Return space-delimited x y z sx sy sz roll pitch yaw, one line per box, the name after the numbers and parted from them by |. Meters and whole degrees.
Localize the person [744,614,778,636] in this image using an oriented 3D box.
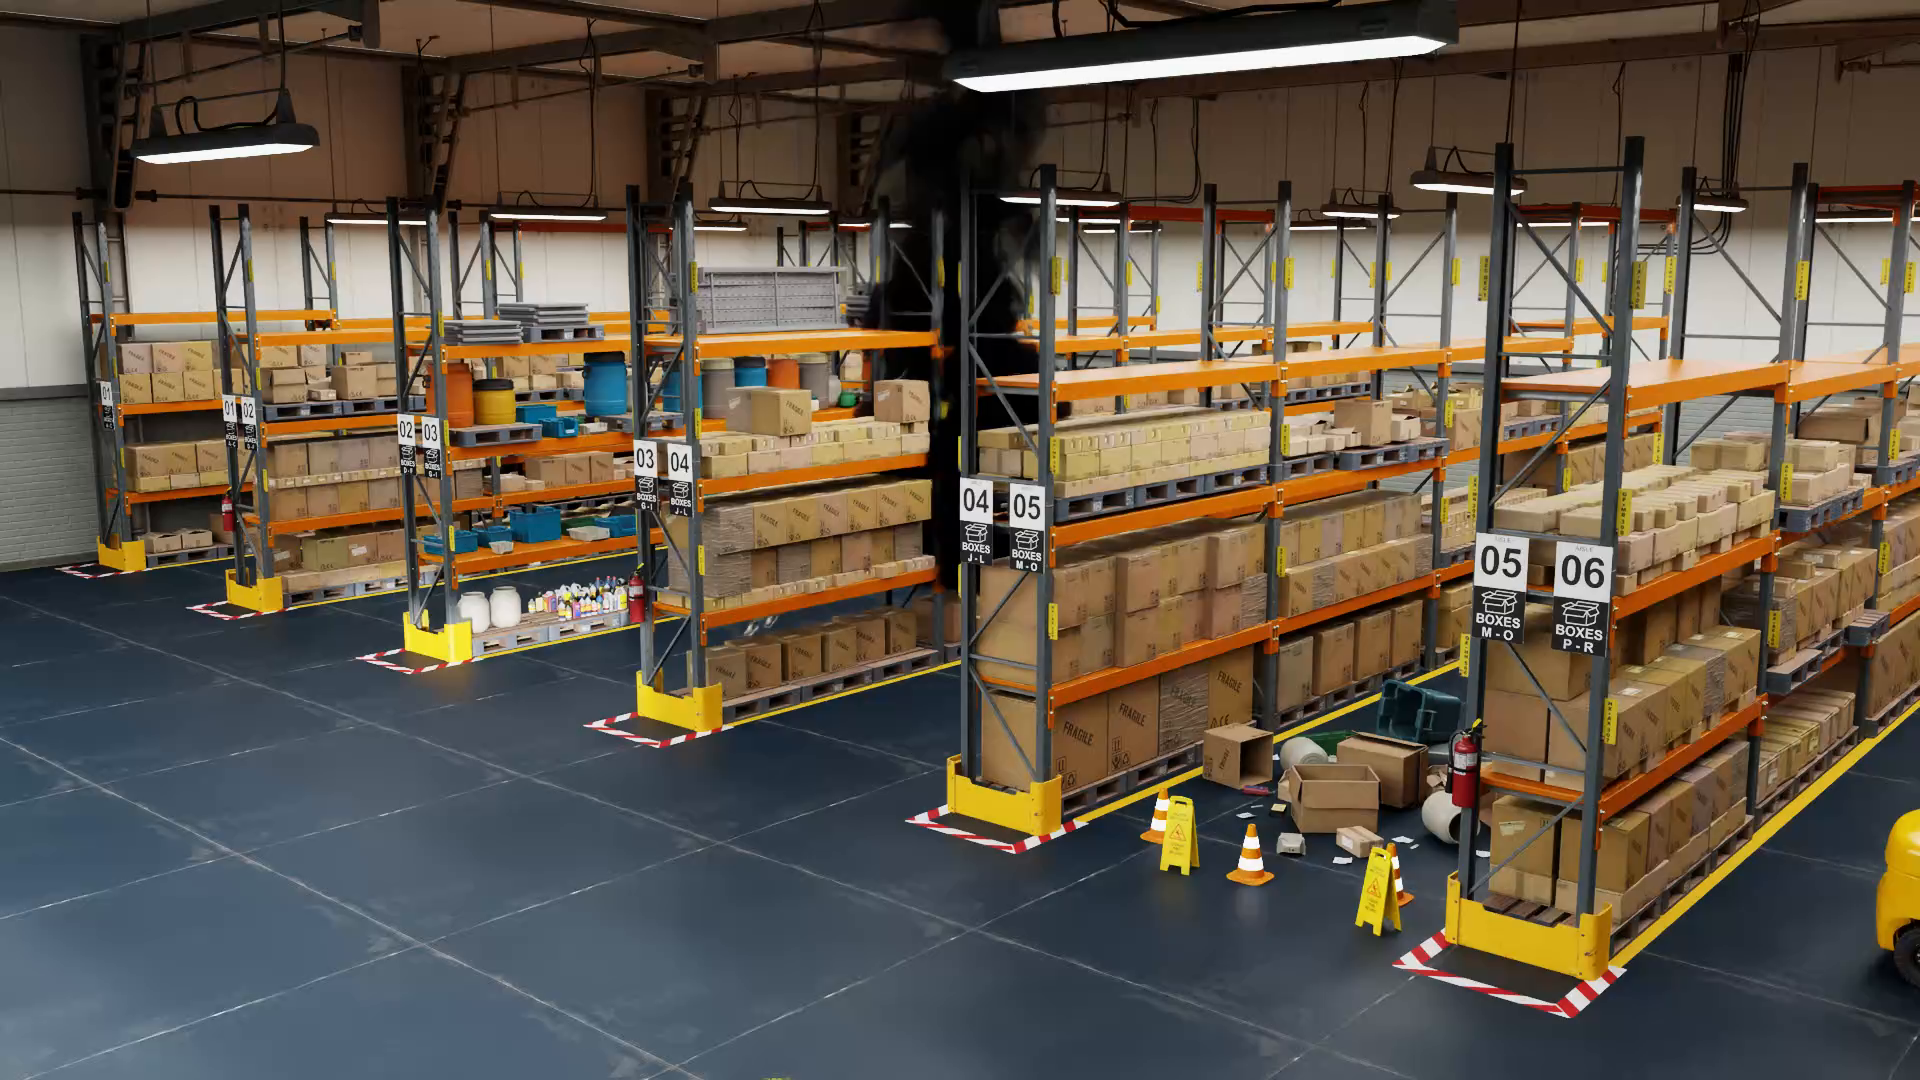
-2.656 0.414 22.023 0.532 1.621 0.744 7 12 35 | person

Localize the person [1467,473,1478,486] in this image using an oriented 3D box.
8.356 -0.205 27.242 0.713 1.795 0.747 -9 13 -44 | person
